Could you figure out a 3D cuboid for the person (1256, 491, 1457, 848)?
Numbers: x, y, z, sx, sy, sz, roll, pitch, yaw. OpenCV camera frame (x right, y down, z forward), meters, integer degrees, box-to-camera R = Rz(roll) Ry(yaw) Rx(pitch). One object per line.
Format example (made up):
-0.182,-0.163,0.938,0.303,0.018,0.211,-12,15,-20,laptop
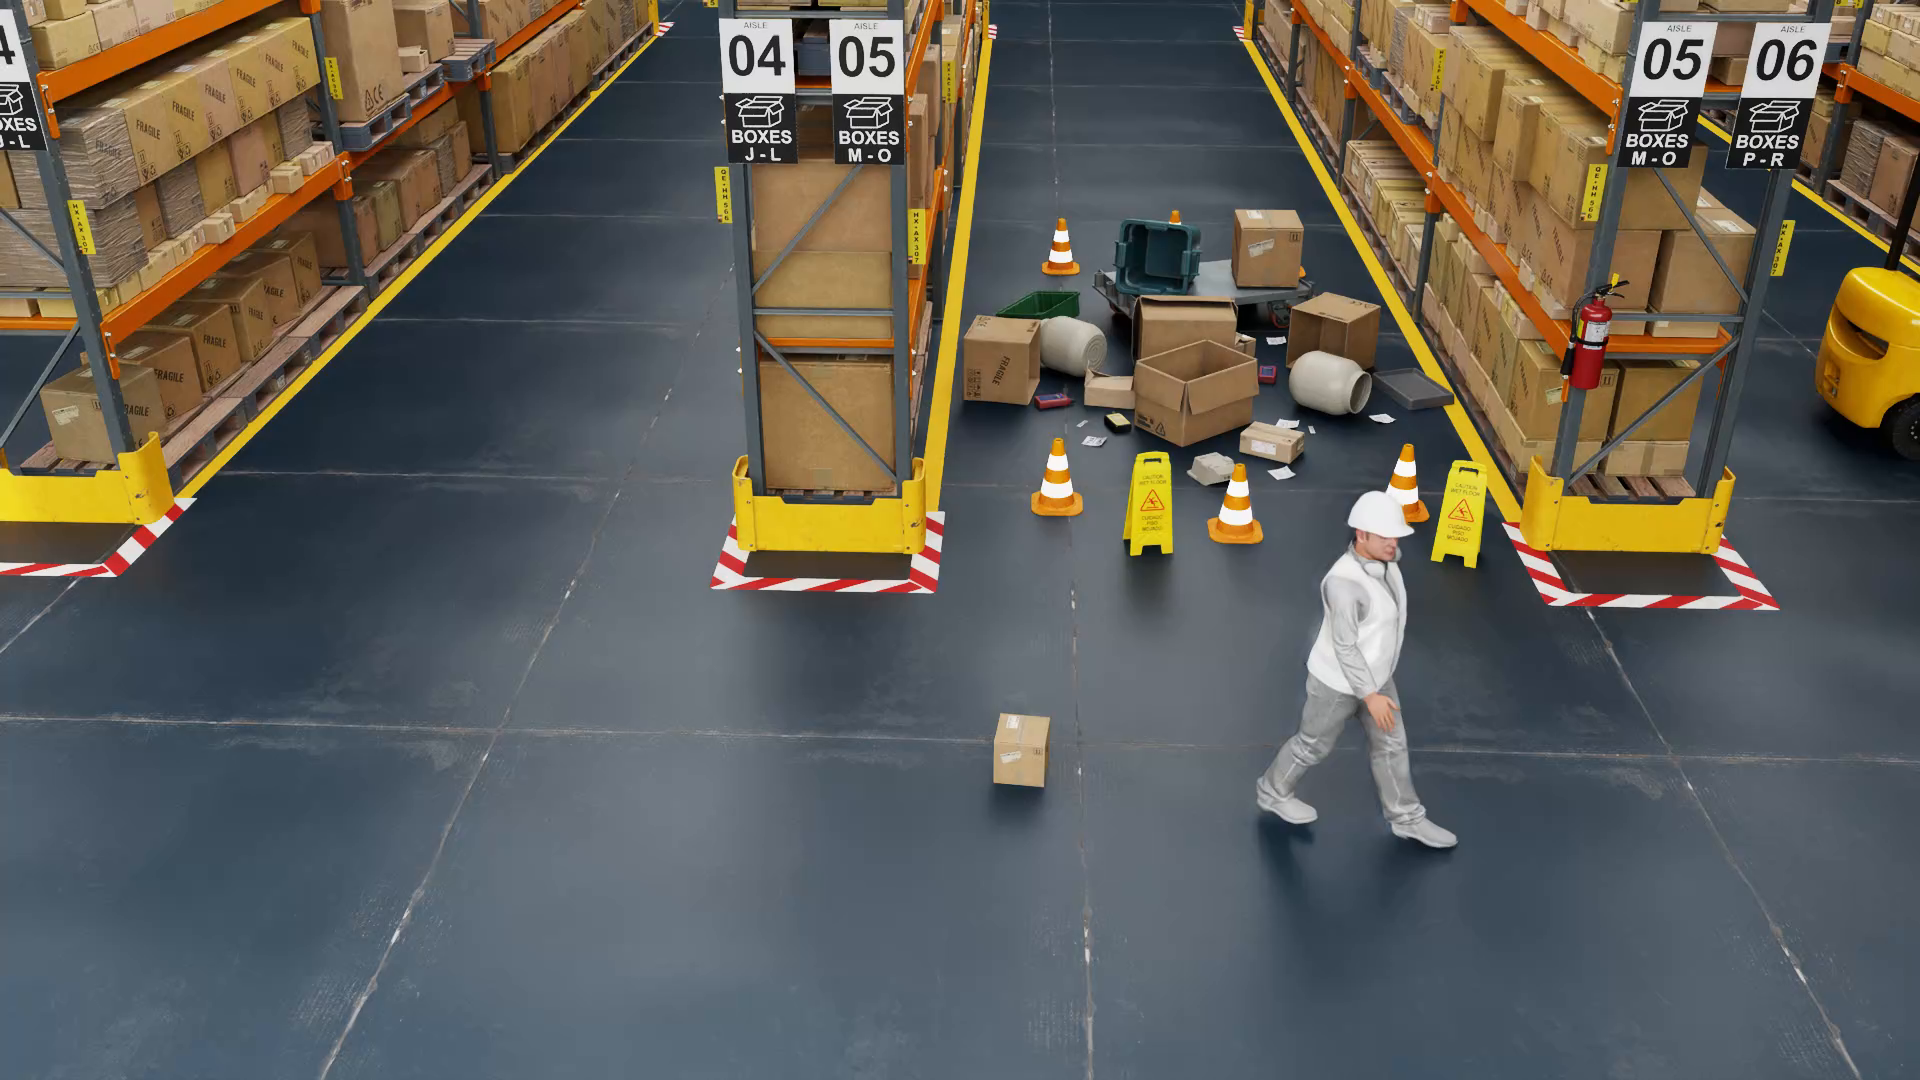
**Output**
1.839,0.590,7.430,0.919,1.737,0.624,18,32,30,person
